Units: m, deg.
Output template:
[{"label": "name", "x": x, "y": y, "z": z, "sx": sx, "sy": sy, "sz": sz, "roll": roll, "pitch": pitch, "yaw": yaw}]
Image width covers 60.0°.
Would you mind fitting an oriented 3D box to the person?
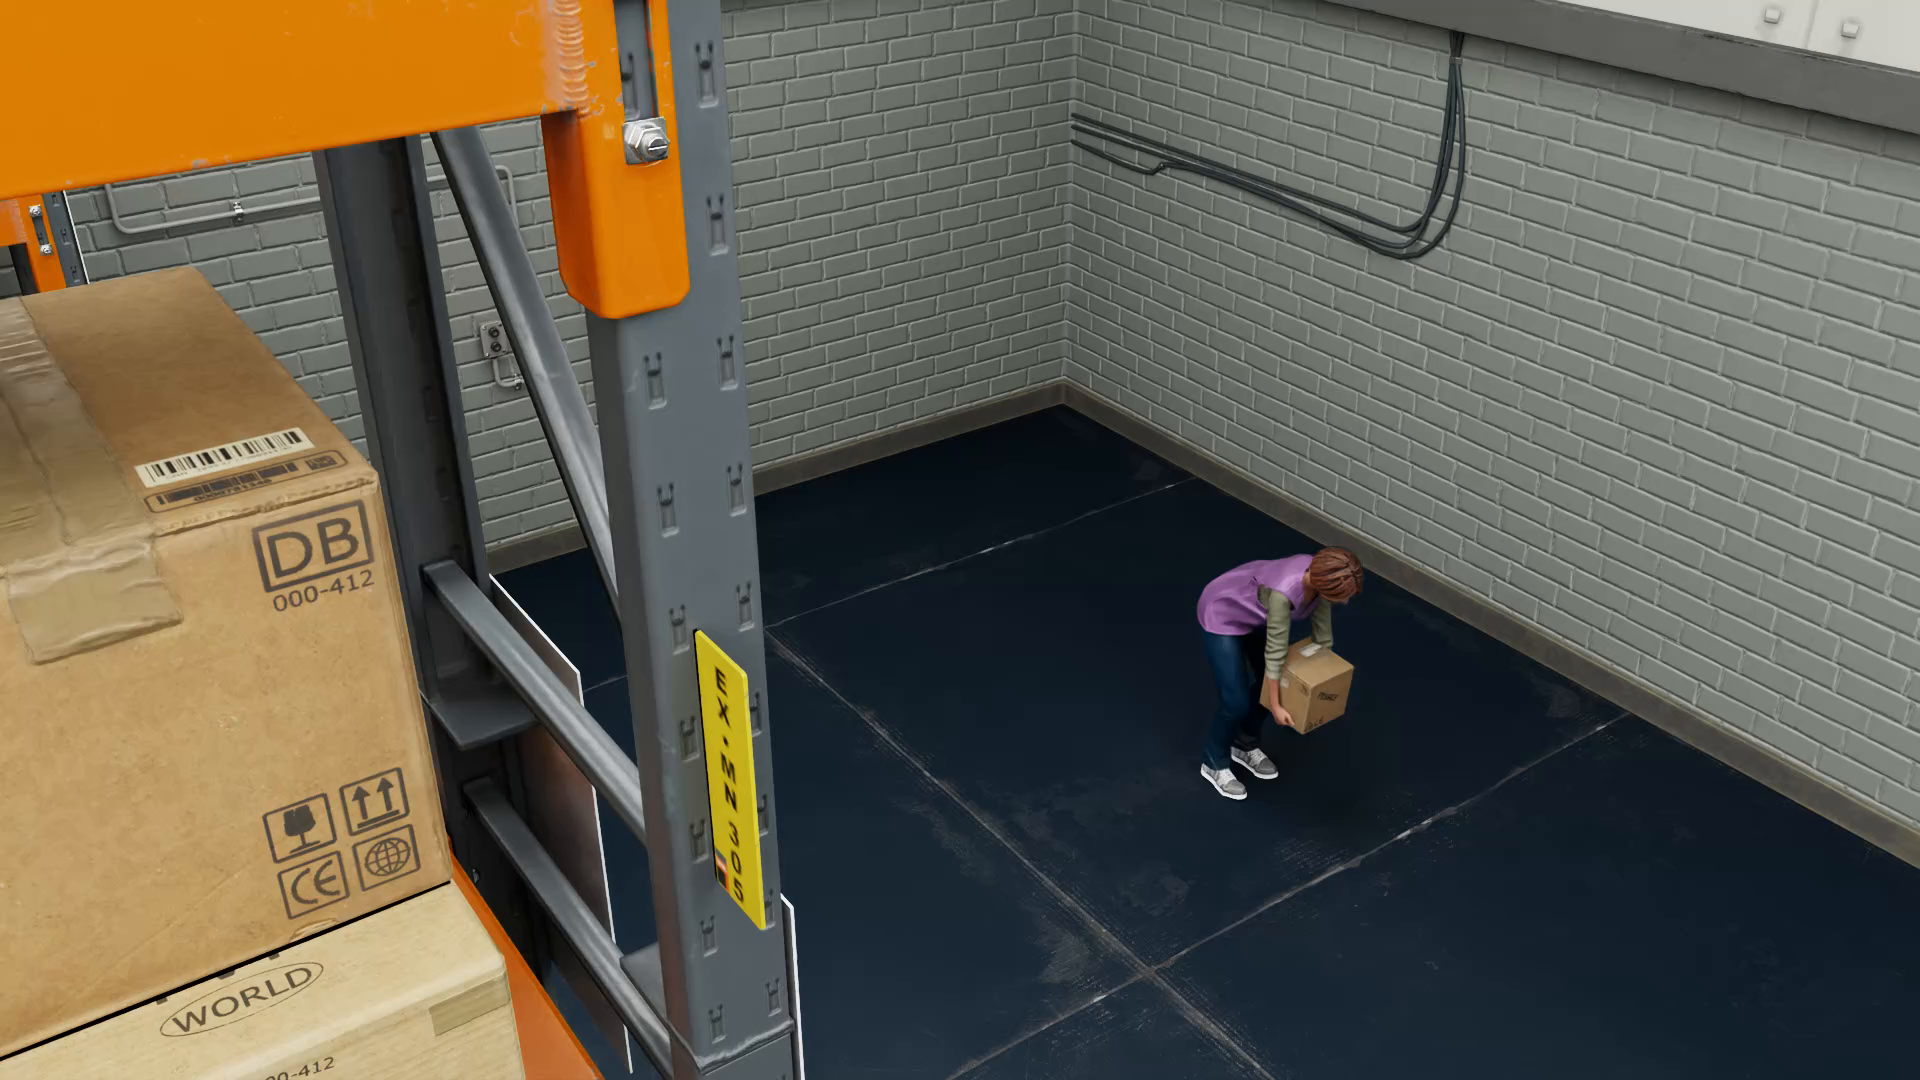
[{"label": "person", "x": 1.312, "y": 0.525, "z": 6.967, "sx": 0.380, "sy": 1.331, "sz": 0.757, "roll": -20, "pitch": 35, "yaw": -32}]
